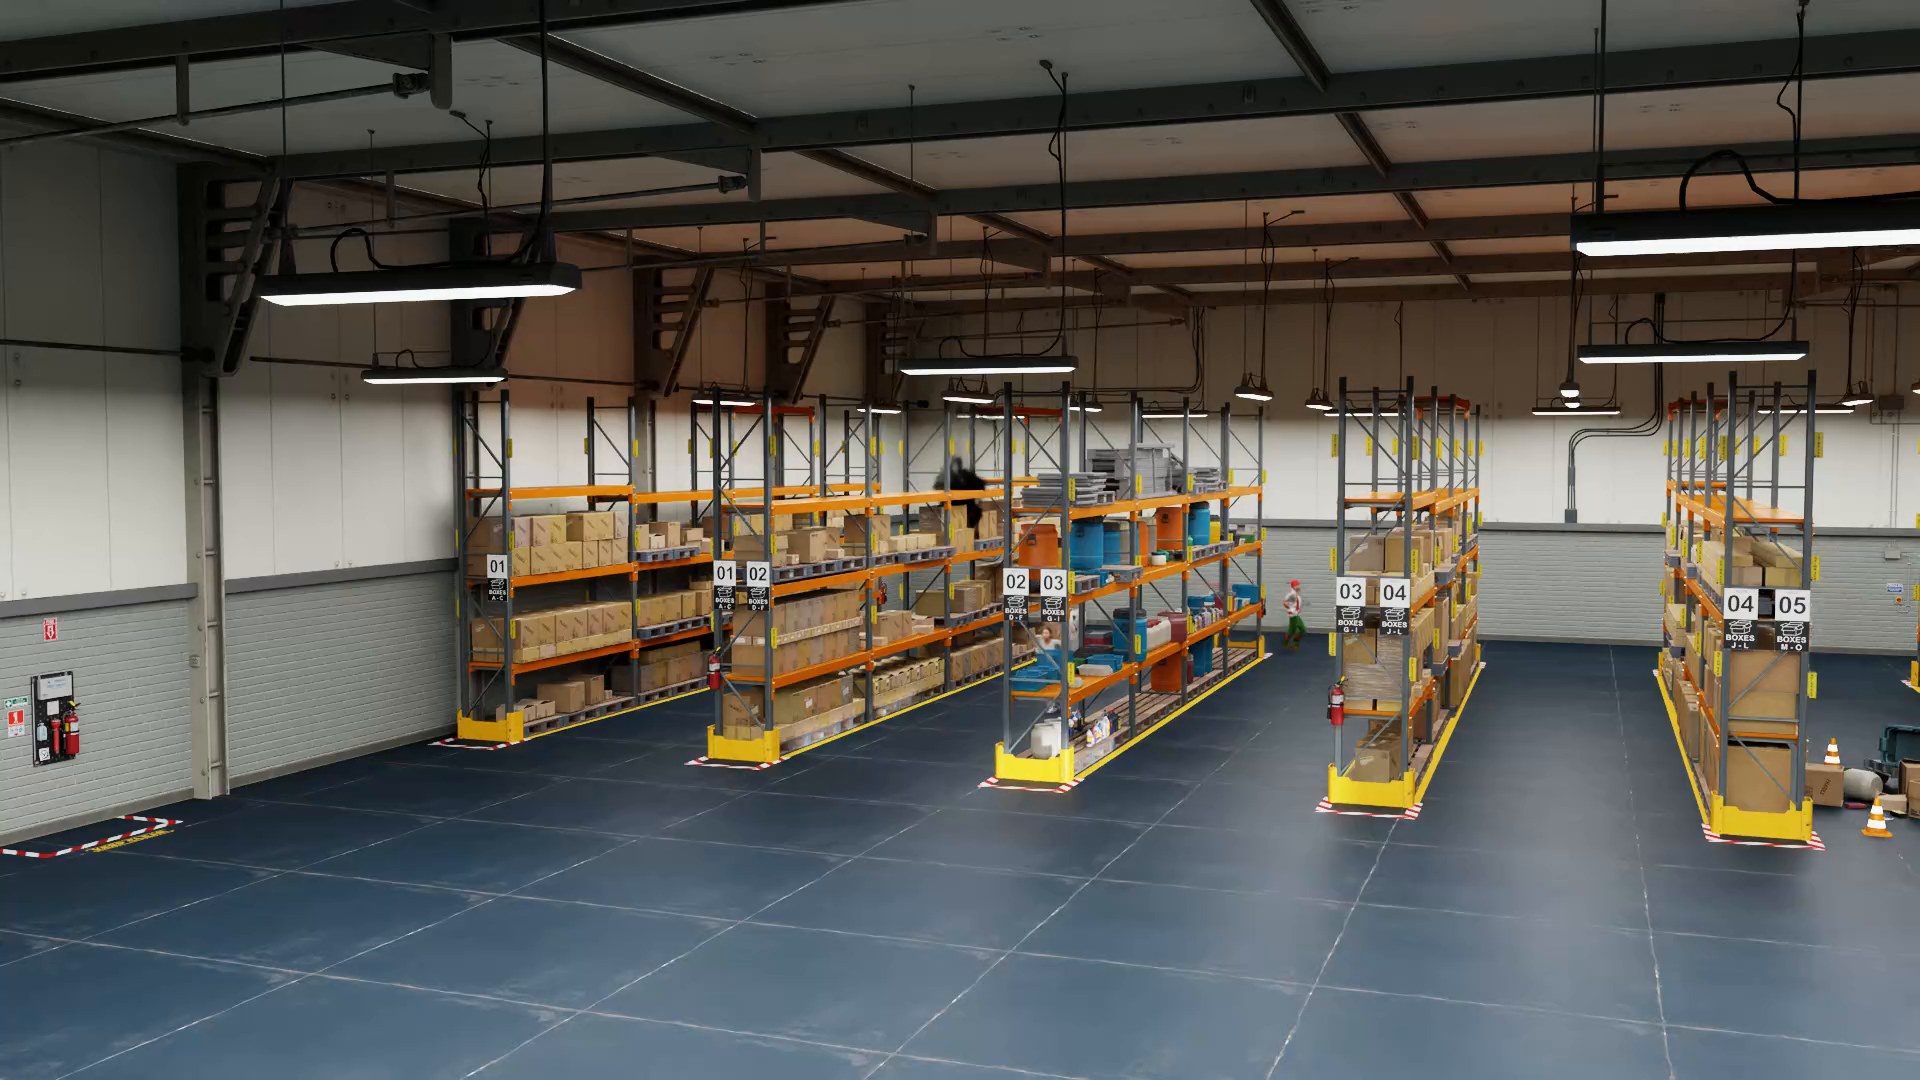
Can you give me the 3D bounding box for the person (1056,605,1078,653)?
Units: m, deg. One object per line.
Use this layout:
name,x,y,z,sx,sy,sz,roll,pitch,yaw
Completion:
person,2.373,2.137,36.043,0.666,1.790,0.825,1,3,17

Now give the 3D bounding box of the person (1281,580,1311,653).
person,8.227,1.880,40.810,0.721,1.815,0.654,1,3,17

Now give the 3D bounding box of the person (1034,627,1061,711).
person,1.705,2.446,31.420,0.598,1.615,0.703,1,3,25
